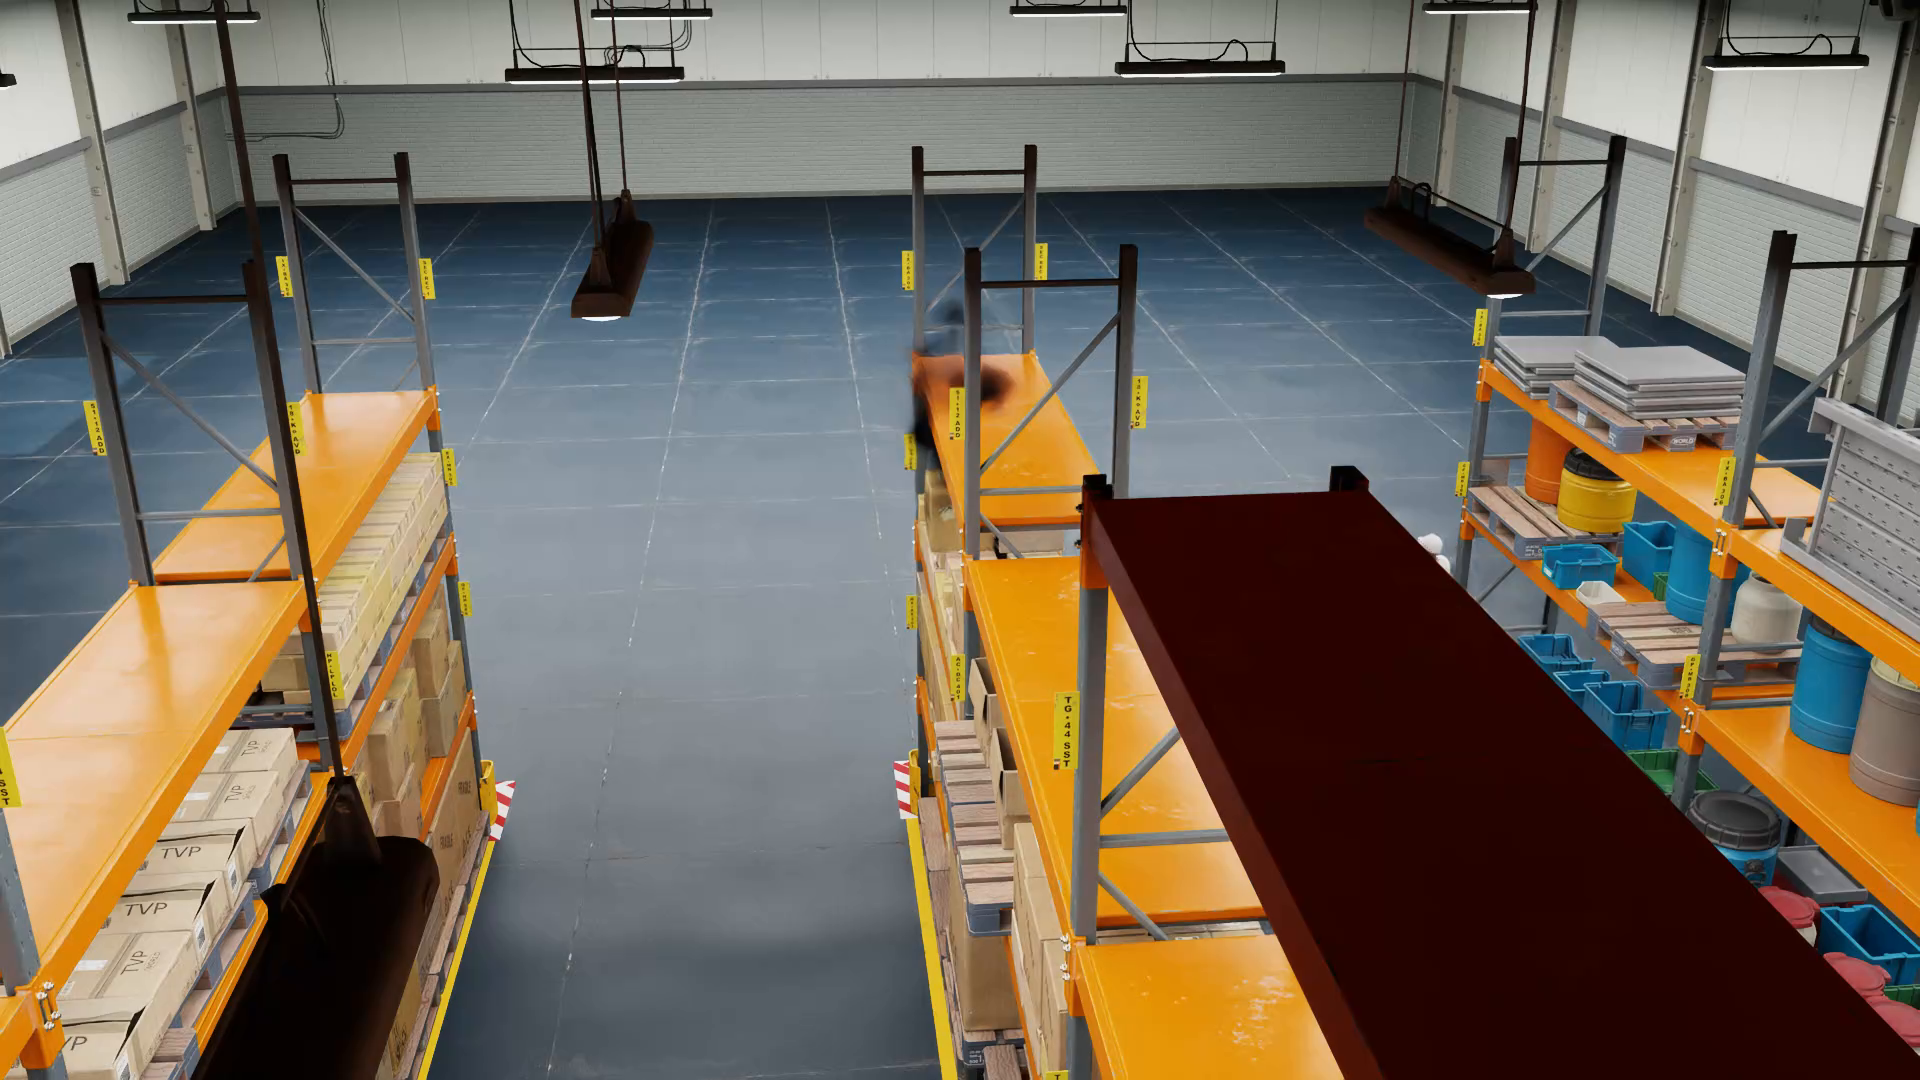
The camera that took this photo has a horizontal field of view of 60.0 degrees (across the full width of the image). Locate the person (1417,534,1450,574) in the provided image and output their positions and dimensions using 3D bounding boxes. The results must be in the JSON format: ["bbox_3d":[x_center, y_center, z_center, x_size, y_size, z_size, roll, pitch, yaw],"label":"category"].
[{"bbox_3d":[4.862,0.785,17.263,0.824,1.785,0.708,16,27,35],"label":"person"}]
